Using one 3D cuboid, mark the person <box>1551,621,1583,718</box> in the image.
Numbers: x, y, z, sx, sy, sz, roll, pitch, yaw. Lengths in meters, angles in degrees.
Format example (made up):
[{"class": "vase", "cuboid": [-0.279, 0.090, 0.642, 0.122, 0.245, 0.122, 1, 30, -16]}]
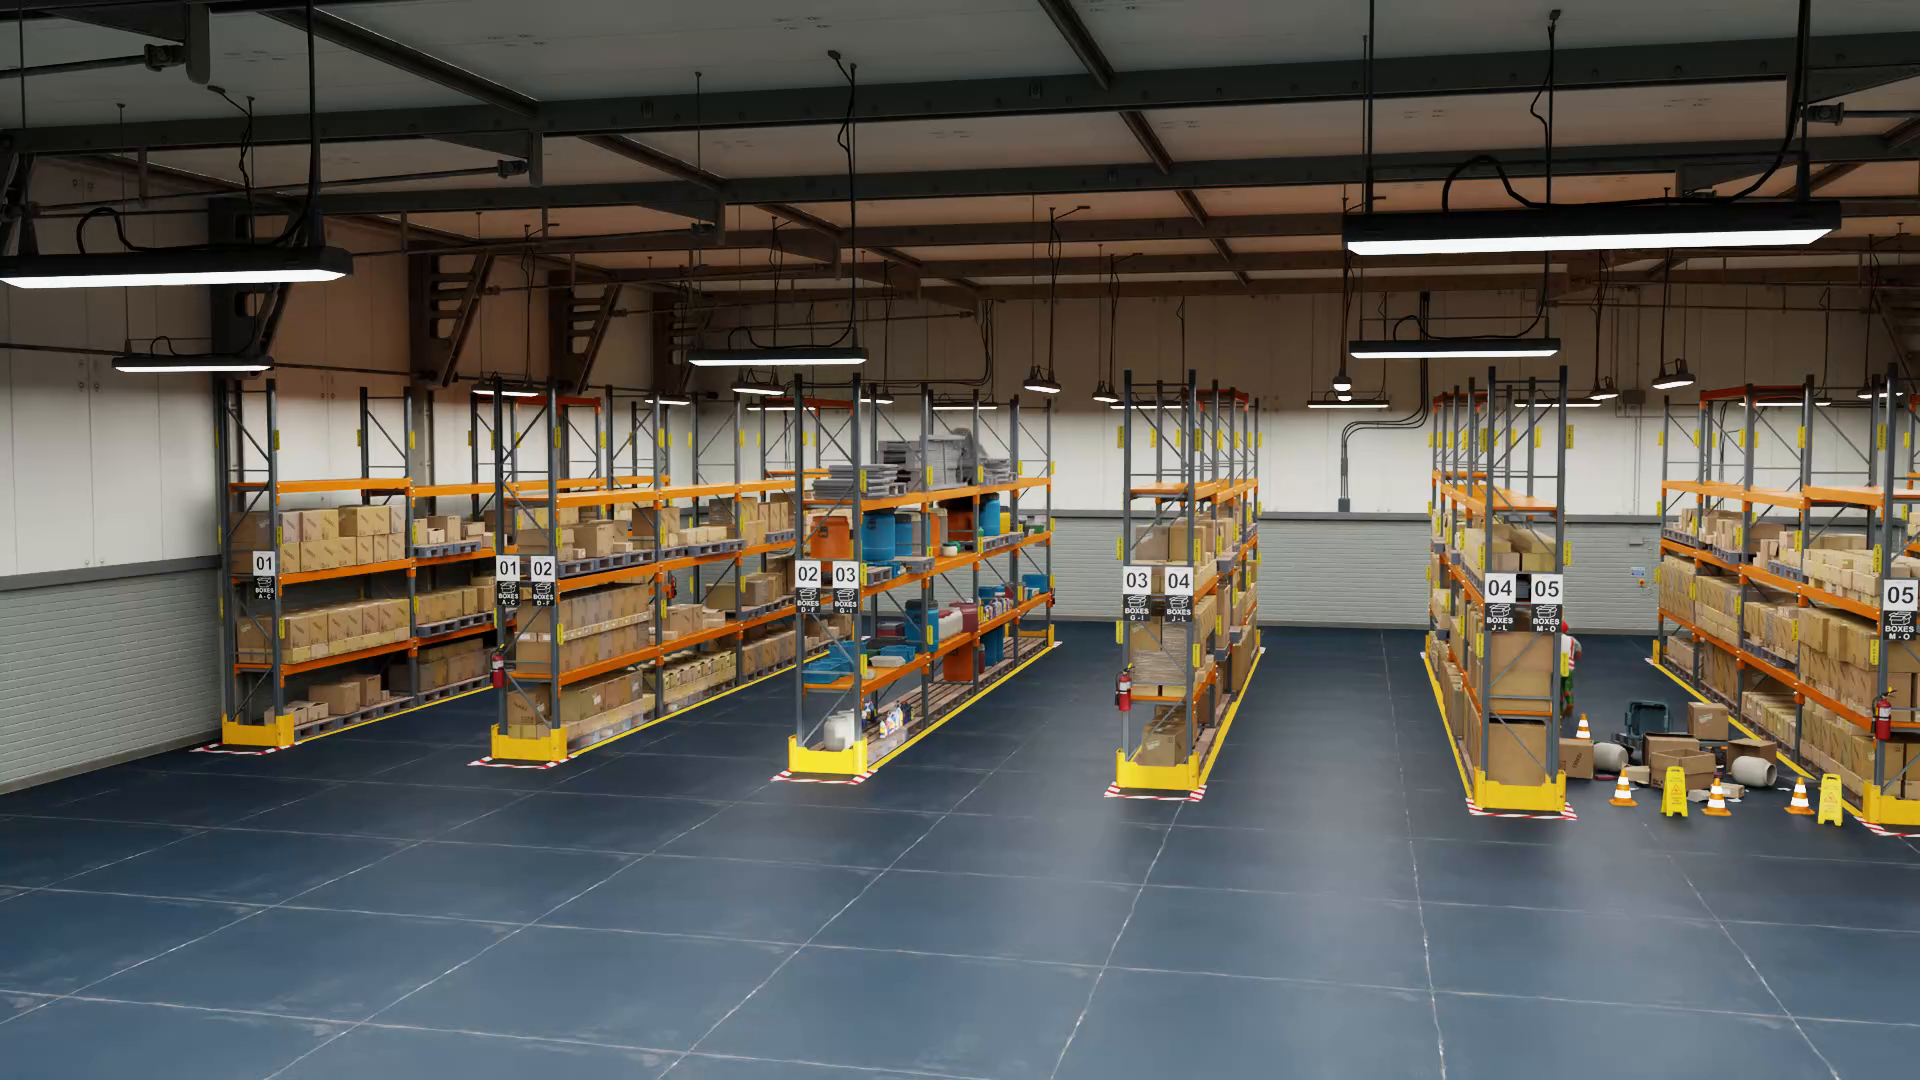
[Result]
[{"class": "person", "cuboid": [10.900, 2.347, 29.996, 0.651, 1.738, 0.791, 1, 3, 9]}]
